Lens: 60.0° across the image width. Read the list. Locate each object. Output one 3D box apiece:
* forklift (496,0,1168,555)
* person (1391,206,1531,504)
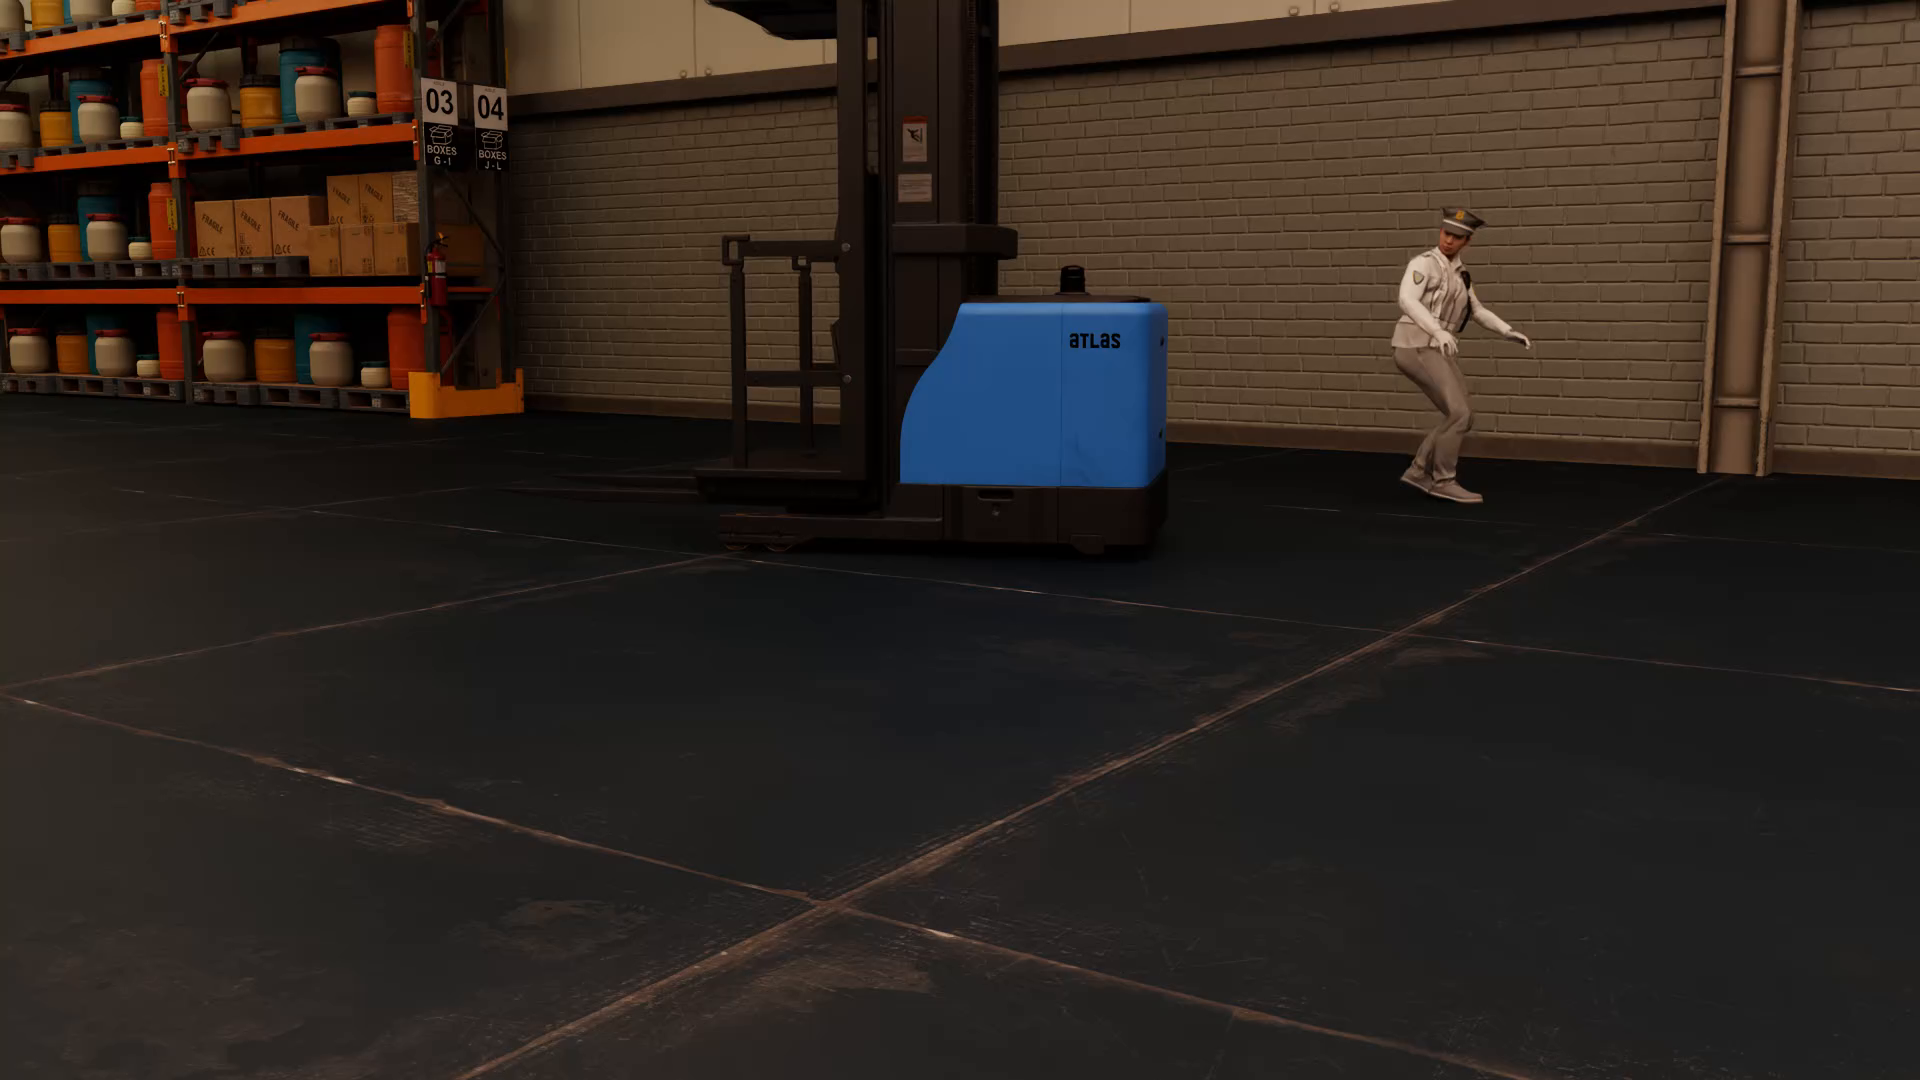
[{"bbox_3d":[-0.596,-1.469,7.520,3.031,2.935,1.130,2,8,12],"label":"forklift"},{"bbox_3d":[2.692,-0.997,9.003,0.672,1.592,0.742,5,10,33],"label":"person"}]
